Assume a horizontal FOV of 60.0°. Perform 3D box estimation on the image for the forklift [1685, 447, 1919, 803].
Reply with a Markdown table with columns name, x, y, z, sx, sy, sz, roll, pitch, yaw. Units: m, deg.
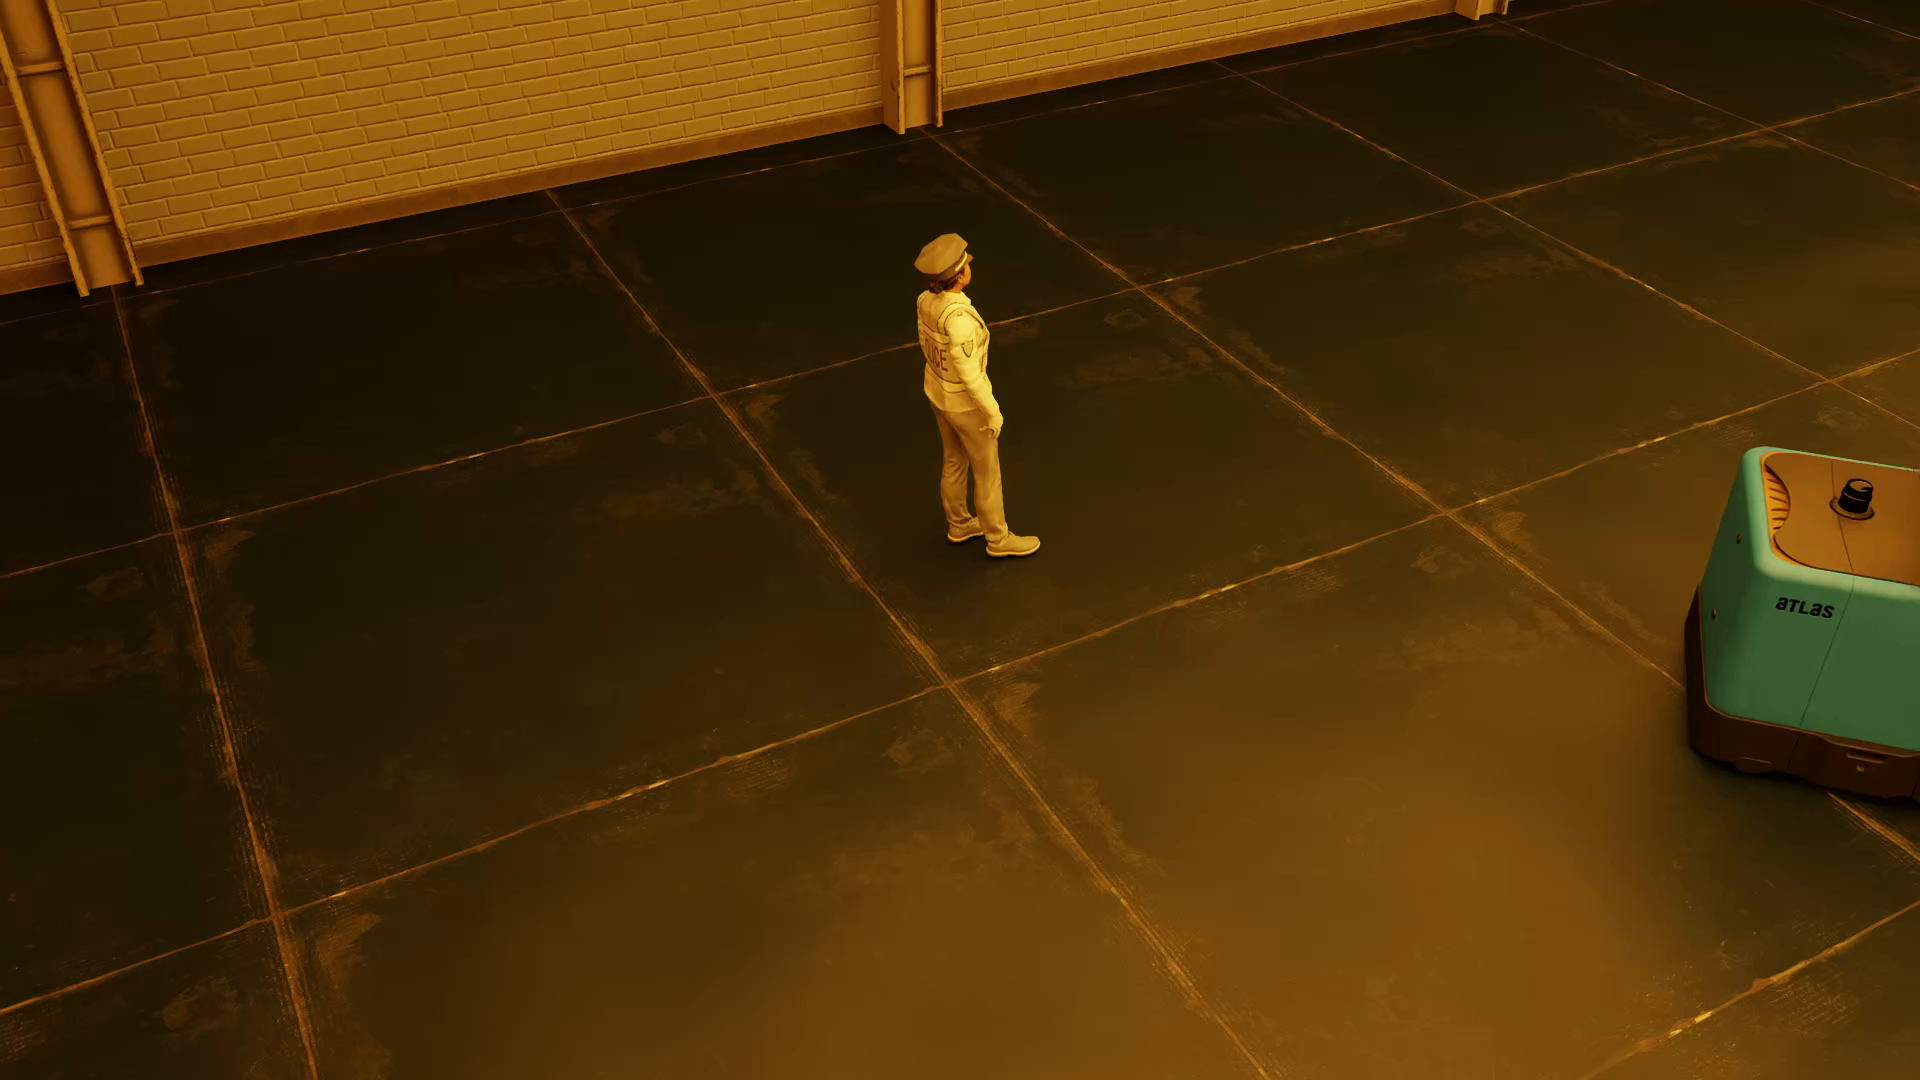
| name | x | y | z | sx | sy | sz | roll | pitch | yaw |
| --- | --- | --- | --- | --- | --- | --- | --- | --- | --- |
| forklift | 4.778 | -0.225 | 6.441 | 3.031 | 2.935 | 1.130 | 11 | 37 | 15 |

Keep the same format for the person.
| name | x | y | z | sx | sy | sz | roll | pitch | yaw |
| --- | --- | --- | --- | --- | --- | --- | --- | --- | --- |
| person | 0.063 | -0.713 | 8.190 | 0.531 | 1.695 | 0.588 | -17 | 39 | -23 |
